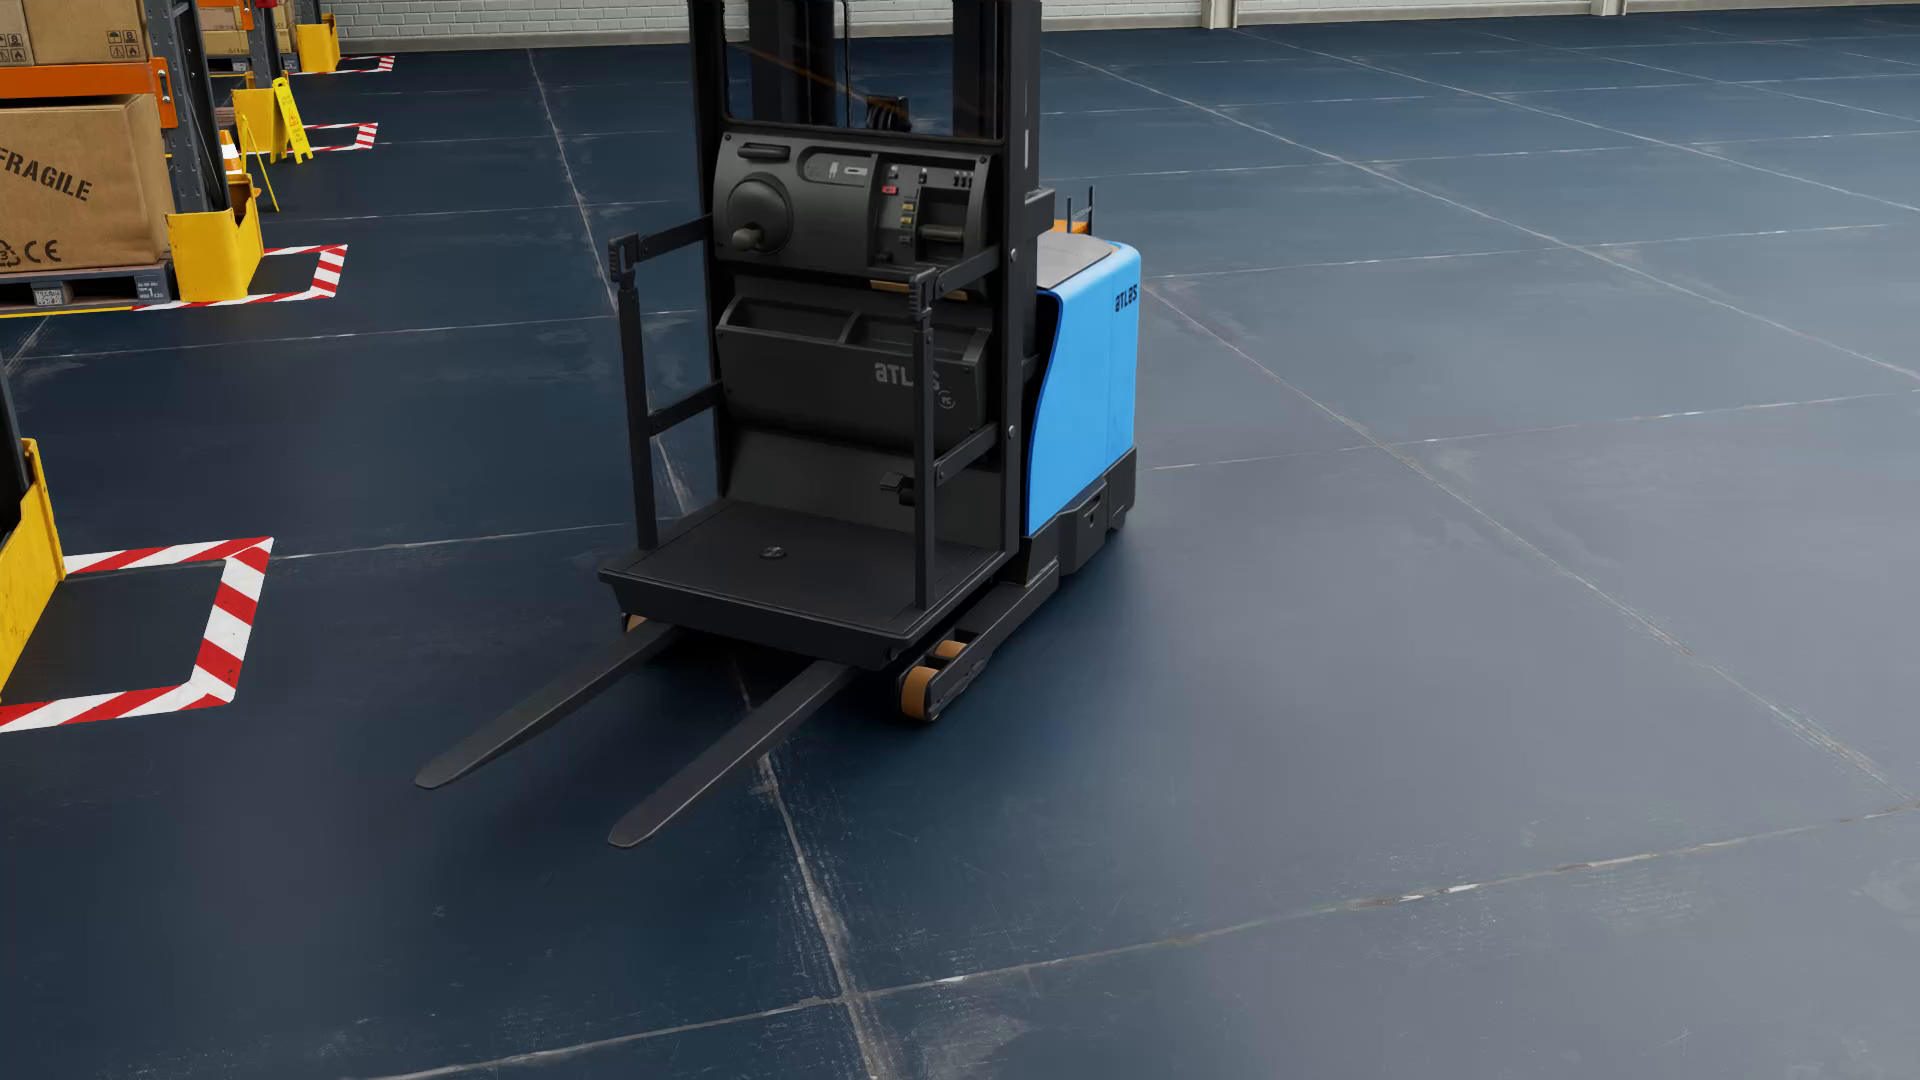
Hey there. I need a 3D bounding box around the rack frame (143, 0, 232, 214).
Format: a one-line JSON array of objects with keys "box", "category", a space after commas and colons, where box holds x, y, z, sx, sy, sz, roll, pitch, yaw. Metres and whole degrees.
[{"box": [-4.401, -2.943, 9.304, 0.127, 3.000, 1.000, -6, 24, -14], "category": "rack frame"}]

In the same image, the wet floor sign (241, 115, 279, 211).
[{"box": [-4.908, -2.616, 11.528, 0.232, 0.644, 0.267, -11, 25, -23], "category": "wet floor sign"}]

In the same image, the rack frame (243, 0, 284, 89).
[{"box": [-5.836, -4.811, 13.659, 0.127, 3.000, 1.000, -6, 24, -14], "category": "rack frame"}]

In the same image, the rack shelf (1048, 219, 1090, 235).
[{"box": [0.237, -1.165, 6.447, 0.480, 0.148, 0.258, 11, 25, 23], "category": "rack shelf"}]

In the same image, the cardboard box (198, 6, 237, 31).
[{"box": [-8.050, -5.635, 17.899, 0.500, 0.250, 0.500, -7, 24, -15], "category": "cardboard box"}]

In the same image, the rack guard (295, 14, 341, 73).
[{"box": [-7.157, -5.549, 18.549, 0.348, 0.500, 1.175, -6, 24, -14], "category": "rack guard"}]

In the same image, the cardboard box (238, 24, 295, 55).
[{"box": [-7.547, -5.455, 18.113, 0.500, 0.250, 0.500, -6, 24, -14], "category": "cardboard box"}]

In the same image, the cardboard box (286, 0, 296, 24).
[{"box": [-7.689, -5.883, 18.478, 0.500, 0.250, 0.500, -6, 24, -13], "category": "cardboard box"}]

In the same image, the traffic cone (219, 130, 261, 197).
[{"box": [-5.274, -2.725, 12.014, 0.334, 0.463, 0.336, -6, 24, -14], "category": "traffic cone"}]

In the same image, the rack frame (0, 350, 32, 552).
[{"box": [-3.159, -1.049, 4.891, 0.127, 3.000, 1.000, -6, 24, -14], "category": "rack frame"}]

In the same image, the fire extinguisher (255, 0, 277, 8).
[{"box": [-5.601, -4.613, 13.295, 0.183, 0.674, 0.296, -6, 24, -14], "category": "fire extinguisher"}]

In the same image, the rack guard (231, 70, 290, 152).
[{"box": [-5.909, -3.655, 14.133, 0.348, 0.500, 1.175, -6, 24, -14], "category": "rack guard"}]

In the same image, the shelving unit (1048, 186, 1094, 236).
[{"box": [0.237, -0.804, 6.602, 0.503, 1.200, 0.258, 11, 25, 23], "category": "shelving unit"}]

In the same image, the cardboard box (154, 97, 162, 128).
[{"box": [-6.564, -3.550, 13.674, 0.500, 0.250, 0.500, -6, 24, -15], "category": "cardboard box"}]

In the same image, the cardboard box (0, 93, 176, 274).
[{"box": [-5.036, -2.062, 9.414, 0.875, 0.875, 0.875, -6, 24, -14], "category": "cardboard box"}]

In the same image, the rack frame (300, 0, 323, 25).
[{"box": [-7.180, -6.696, 18.050, 0.127, 3.000, 1.000, -6, 24, -14], "category": "rack frame"}]

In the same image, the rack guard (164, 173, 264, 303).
[{"box": [-4.378, -1.797, 9.803, 0.348, 0.500, 1.175, -6, 24, -14], "category": "rack guard"}]

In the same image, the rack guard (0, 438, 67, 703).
[{"box": [-3.232, 0.108, 5.365, 0.348, 0.500, 1.175, -6, 24, -14], "category": "rack guard"}]

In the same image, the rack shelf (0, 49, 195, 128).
[{"box": [-6.327, -2.399, 8.950, 4.000, 0.370, 1.077, -6, 24, -14], "category": "rack shelf"}]

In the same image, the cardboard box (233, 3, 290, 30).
[{"box": [-7.564, -5.684, 18.014, 0.500, 0.250, 0.500, -7, 24, -15], "category": "cardboard box"}]

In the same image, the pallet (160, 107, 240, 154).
[{"box": [-6.701, -3.449, 14.020, 1.213, 0.211, 1.003, -6, 24, -14], "category": "pallet"}]

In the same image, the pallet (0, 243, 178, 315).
[{"box": [-5.150, -1.546, 9.587, 1.213, 0.211, 1.003, -6, 24, -14], "category": "pallet"}]

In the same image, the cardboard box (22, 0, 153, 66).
[{"box": [-4.746, -2.955, 9.143, 0.550, 0.550, 0.875, -6, 24, -14], "category": "cardboard box"}]

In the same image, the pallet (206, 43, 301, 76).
[{"box": [-7.905, -5.317, 18.373, 1.213, 0.211, 1.003, -6, 24, -14], "category": "pallet"}]

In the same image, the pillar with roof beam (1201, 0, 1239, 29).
[{"box": [4.623, -9.364, 16.662, 0.400, 9.000, 9.100, -6, 24, -14], "category": "pillar with roof beam"}]

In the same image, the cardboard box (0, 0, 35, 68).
[{"box": [-5.270, -2.888, 8.987, 0.550, 0.550, 0.875, -6, 24, -14], "category": "cardboard box"}]

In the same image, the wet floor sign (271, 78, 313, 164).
[{"box": [-5.364, -3.343, 13.224, 0.232, 0.644, 0.267, 2, 23, 4], "category": "wet floor sign"}]

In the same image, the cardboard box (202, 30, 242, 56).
[{"box": [-8.028, -5.406, 17.998, 0.500, 0.250, 0.500, -6, 24, -14], "category": "cardboard box"}]

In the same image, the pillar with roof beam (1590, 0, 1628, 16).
[{"box": [10.400, -10.003, 18.151, 0.400, 9.000, 9.100, -6, 24, -14], "category": "pillar with roof beam"}]

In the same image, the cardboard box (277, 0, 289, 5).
[{"box": [-7.539, -5.917, 17.922, 0.500, 0.250, 0.500, -5, 24, -13], "category": "cardboard box"}]

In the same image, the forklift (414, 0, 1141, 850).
[{"box": [-0.430, -1.000, 4.864, 1.130, 2.935, 3.031, 11, 26, 24], "category": "forklift"}]

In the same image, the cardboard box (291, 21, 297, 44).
[{"box": [-7.706, -5.647, 18.561, 0.500, 0.250, 0.500, -6, 24, -14], "category": "cardboard box"}]

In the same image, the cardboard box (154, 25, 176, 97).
[{"box": [-6.537, -3.901, 13.541, 0.500, 0.500, 0.500, -6, 24, -14], "category": "cardboard box"}]

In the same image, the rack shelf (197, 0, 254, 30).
[{"box": [-7.761, -4.268, 13.305, 4.000, 0.370, 1.077, -6, 24, -14], "category": "rack shelf"}]

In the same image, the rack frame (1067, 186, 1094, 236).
[{"box": [0.457, -0.763, 6.506, 0.015, 1.200, 0.240, 11, 25, 23], "category": "rack frame"}]
